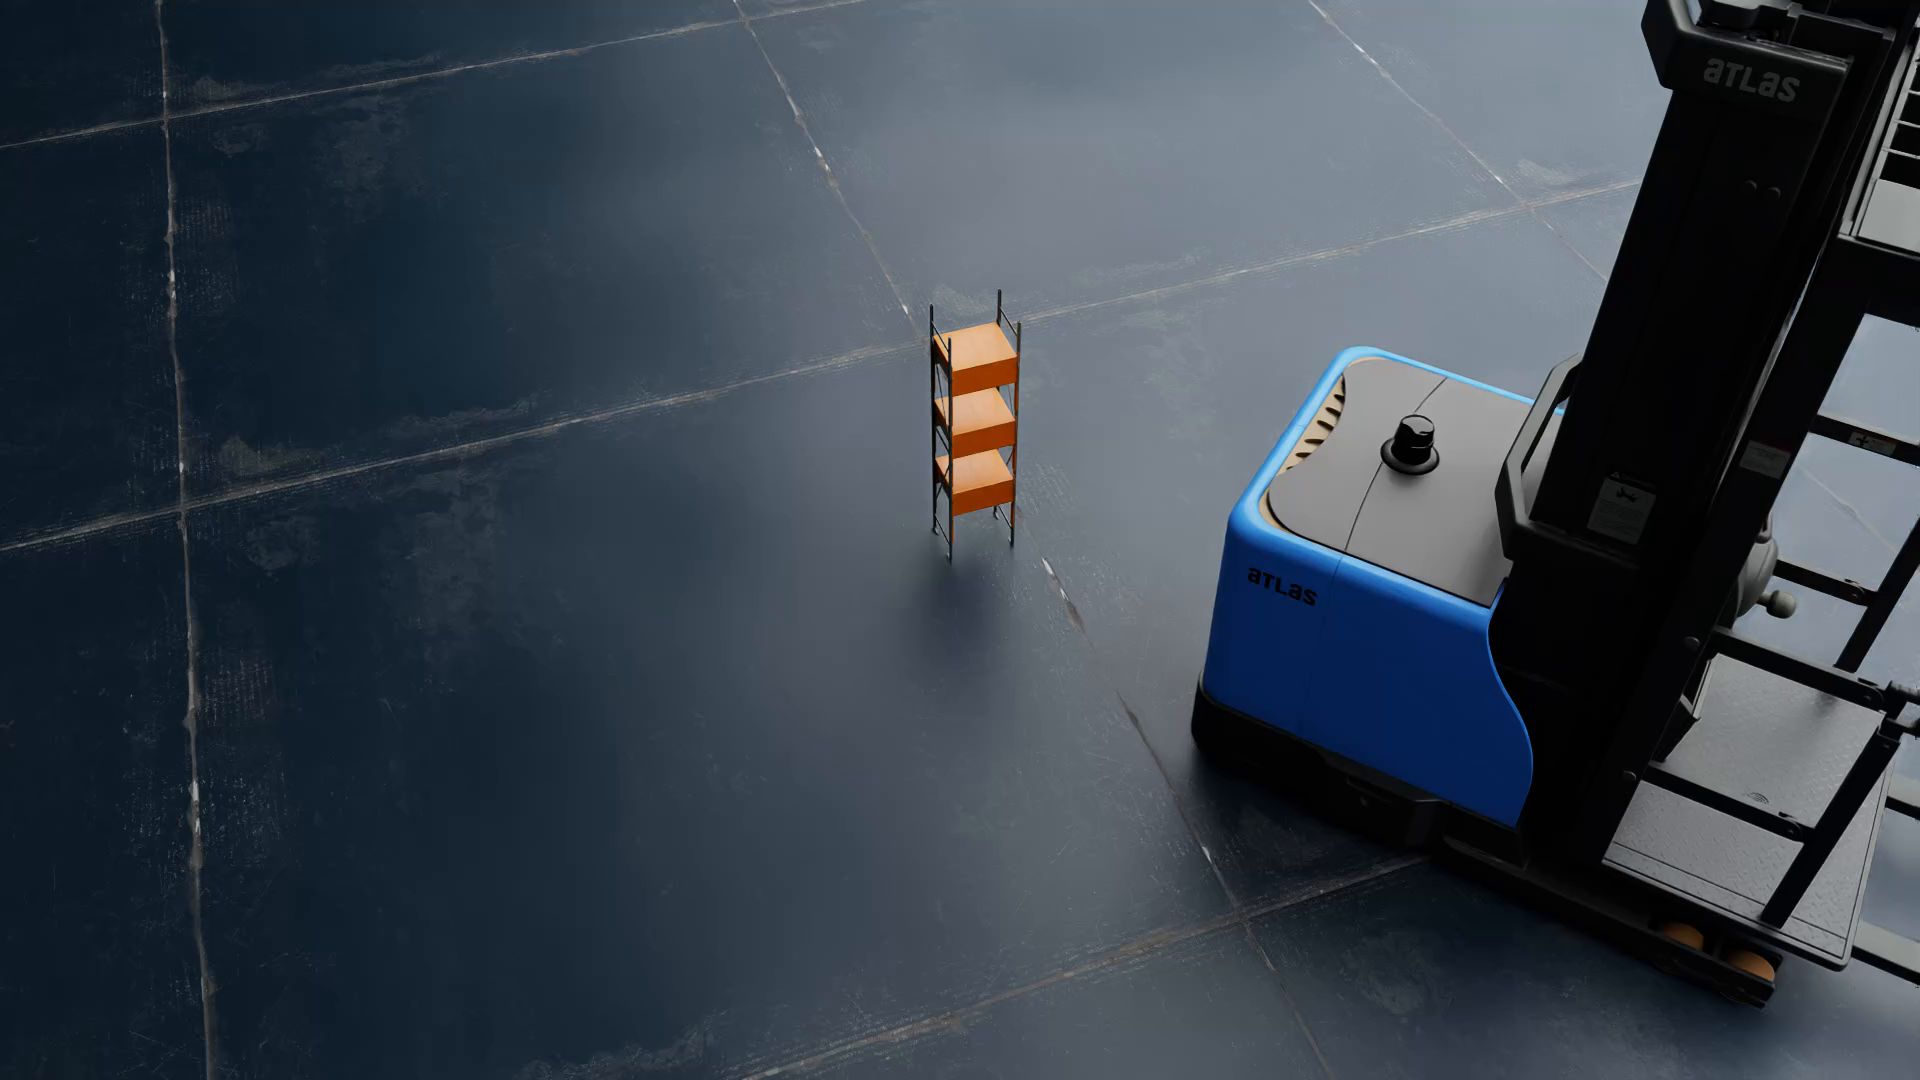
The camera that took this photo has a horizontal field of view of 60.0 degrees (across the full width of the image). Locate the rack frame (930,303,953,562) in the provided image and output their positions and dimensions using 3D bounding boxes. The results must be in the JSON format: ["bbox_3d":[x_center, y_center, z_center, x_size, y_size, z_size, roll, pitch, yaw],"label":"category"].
[{"bbox_3d":[-0.064,-0.354,5.862,0.008,1.050,0.200,-14,47,-14],"label":"rack frame"}]

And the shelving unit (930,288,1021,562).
[{"bbox_3d":[0.050,-0.383,5.891,0.252,1.050,0.215,-14,47,-14],"label":"shelving unit"}]

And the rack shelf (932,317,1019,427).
[{"bbox_3d":[0.050,-0.576,5.697,0.240,0.259,0.215,-14,47,-14],"label":"rack shelf"}]

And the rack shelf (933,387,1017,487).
[{"bbox_3d":[0.050,-0.376,5.898,0.240,0.259,0.215,-14,47,-14],"label":"rack shelf"}]

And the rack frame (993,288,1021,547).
[{"bbox_3d":[0.165,-0.413,5.920,0.008,1.050,0.200,-14,47,-14],"label":"rack frame"}]

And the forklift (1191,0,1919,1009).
[{"bbox_3d":[2.301,-0.107,4.287,3.031,2.935,1.130,22,49,21],"label":"forklift"}]

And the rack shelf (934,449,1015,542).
[{"bbox_3d":[0.050,-0.180,6.095,0.240,0.259,0.215,-14,47,-14],"label":"rack shelf"}]
